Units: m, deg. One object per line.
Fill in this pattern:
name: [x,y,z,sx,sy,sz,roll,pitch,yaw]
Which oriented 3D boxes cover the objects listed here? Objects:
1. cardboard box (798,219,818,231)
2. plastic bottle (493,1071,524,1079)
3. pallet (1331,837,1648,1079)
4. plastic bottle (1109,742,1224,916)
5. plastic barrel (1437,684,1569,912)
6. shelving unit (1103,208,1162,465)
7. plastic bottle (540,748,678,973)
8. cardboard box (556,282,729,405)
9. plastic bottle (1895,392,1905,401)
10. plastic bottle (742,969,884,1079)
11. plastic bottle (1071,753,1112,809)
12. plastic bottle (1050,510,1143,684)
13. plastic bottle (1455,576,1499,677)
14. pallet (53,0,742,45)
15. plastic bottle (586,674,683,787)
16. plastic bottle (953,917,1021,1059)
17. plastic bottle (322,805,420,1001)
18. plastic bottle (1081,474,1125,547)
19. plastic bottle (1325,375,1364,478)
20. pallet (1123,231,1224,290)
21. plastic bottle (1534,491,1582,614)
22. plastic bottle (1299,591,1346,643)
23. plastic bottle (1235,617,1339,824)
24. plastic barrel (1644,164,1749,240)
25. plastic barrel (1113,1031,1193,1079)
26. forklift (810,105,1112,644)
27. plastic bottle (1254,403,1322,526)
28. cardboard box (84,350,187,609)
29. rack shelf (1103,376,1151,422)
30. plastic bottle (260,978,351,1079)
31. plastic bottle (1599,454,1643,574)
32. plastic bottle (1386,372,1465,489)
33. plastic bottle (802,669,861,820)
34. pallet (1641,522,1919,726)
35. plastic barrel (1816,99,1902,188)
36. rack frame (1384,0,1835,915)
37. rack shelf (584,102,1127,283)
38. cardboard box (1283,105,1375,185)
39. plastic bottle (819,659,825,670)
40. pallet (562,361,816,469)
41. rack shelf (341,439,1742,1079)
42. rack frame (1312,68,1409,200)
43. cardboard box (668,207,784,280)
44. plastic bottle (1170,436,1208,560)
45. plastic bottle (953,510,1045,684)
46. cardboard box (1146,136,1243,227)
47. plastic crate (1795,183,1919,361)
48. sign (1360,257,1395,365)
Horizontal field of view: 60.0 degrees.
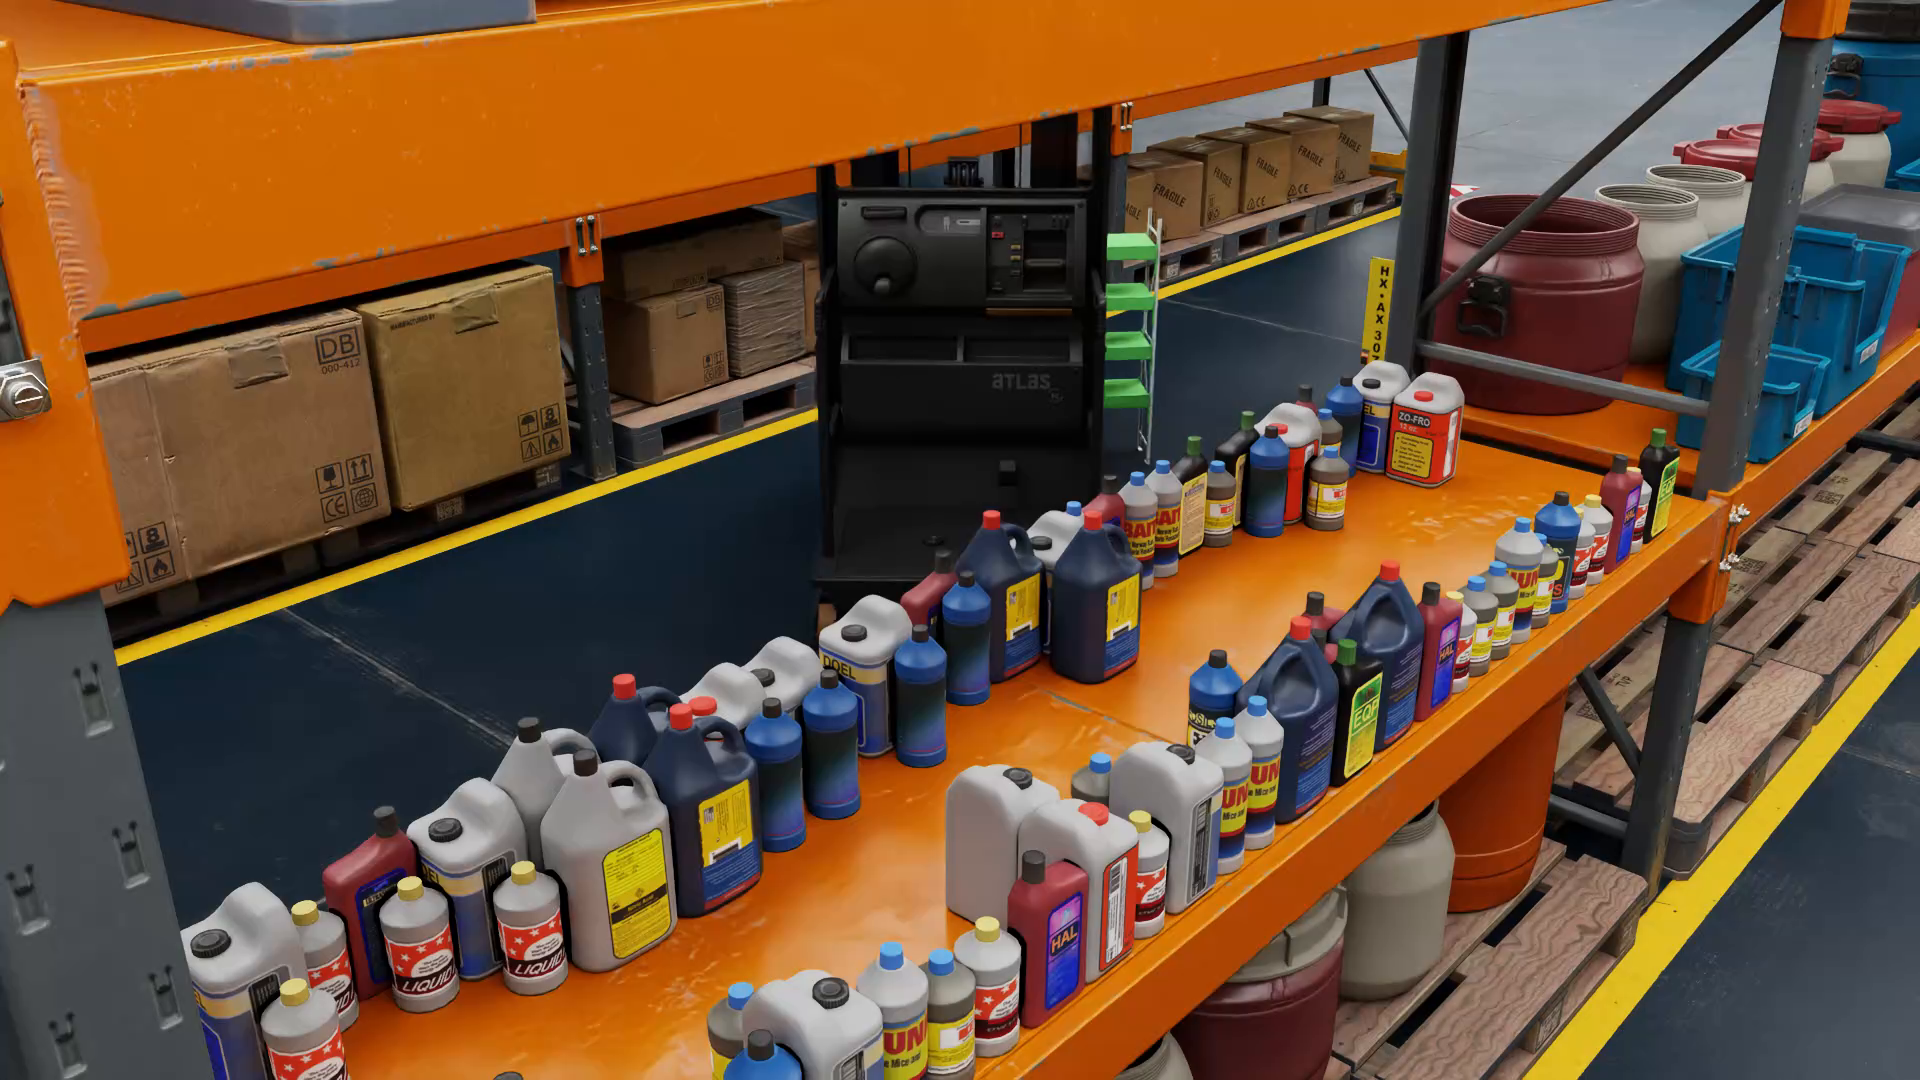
cardboard box: [-0.506,-1.576,9.615,0.700,0.500,0.500,17,29,33]
plastic bottle: [-0.522,0.774,1.918,0.144,0.351,0.185,20,31,38]
pallet: [1.149,1.088,4.566,1.003,0.211,1.213,20,31,38]
plastic bottle: [0.340,0.449,2.733,0.152,0.276,0.135,20,31,38]
plastic barrel: [1.330,0.516,4.572,0.600,0.830,0.708,20,31,38]
shelving unit: [0.658,-0.951,7.904,0.503,1.200,0.258,-2,24,-5]
plastic bottle: [-0.548,0.475,2.585,0.144,0.351,0.185,20,31,38]
cardboard box: [-1.612,-1.058,8.462,0.700,0.500,0.500,18,30,35]
plastic bottle: [4.636,-0.883,8.252,0.144,0.351,0.185,20,31,38]
plastic bottle: [-0.189,0.691,2.195,0.152,0.276,0.135,20,31,38]
plastic bottle: [0.234,0.455,2.812,0.097,0.201,0.097,0,24,0]
plastic bottle: [0.282,0.100,3.420,0.144,0.351,0.185,20,31,38]
plastic bottle: [1.057,0.173,3.442,0.097,0.201,0.097,0,24,0]
pallet: [-0.575,-0.766,1.856,1.213,0.211,1.003,20,31,38]
plastic bottle: [-0.532,0.379,2.798,0.144,0.351,0.185,20,31,38]
plastic bottle: [0.039,0.637,2.405,0.097,0.201,0.097,0,24,0]
plastic bottle: [-0.883,0.544,2.512,0.061,0.283,0.133,20,31,38]
plastic bottle: [0.309,0.000,3.726,0.061,0.283,0.133,20,31,38]
plastic bottle: [1.017,-0.306,4.424,0.097,0.271,0.097,0,24,0]
pallet: [1.047,-1.949,11.339,1.003,0.211,1.213,20,31,38]
plastic bottle: [1.317,0.022,3.692,0.097,0.271,0.097,0,24,0]
plastic bottle: [0.698,0.222,3.231,0.061,0.283,0.133,20,31,38]
plastic bottle: [0.579,0.308,2.956,0.144,0.351,0.185,20,31,38]
plastic barrel: [2.453,-0.987,5.649,0.421,0.512,0.421,0,24,0]
plastic barrel: [0.266,1.202,3.431,0.421,0.512,0.421,0,24,0]
forklift: [0.005,-1.057,6.024,1.130,2.935,3.031,0,24,1]
plastic bottle: [0.806,-0.195,4.170,0.152,0.276,0.135,20,31,38]
cardboard box: [-3.706,-0.265,6.258,1.225,0.875,0.875,19,30,36]
rack shelf: [0.658,-0.674,8.029,0.480,0.148,0.258,-2,24,-5]
plastic bottle: [-0.898,0.693,2.281,0.097,0.201,0.097,0,24,0]
plastic bottle: [1.538,-0.073,3.889,0.061,0.283,0.133,20,31,38]
plastic bottle: [1.228,-0.295,4.392,0.152,0.276,0.135,20,31,38]
plastic bottle: [-0.228,0.355,2.949,0.097,0.271,0.097,0,24,0]
pallet: [3.004,0.241,6.455,1.003,0.211,1.213,20,31,38]
plastic barrel: [3.512,-1.485,6.730,0.433,0.535,0.433,0,24,0]
rack frame: [1.644,-0.436,4.557,1.000,3.000,0.127,20,31,38]
rack shelf: [-0.710,-2.070,9.079,1.077,0.370,4.000,20,31,38]
cardboard box: [2.866,-3.091,13.020,0.500,0.500,0.500,-17,29,-34]
plastic bottle: [-0.276,0.316,3.122,0.097,0.201,0.097,0,24,0]
pallet: [-1.522,-0.754,8.674,1.003,0.211,1.213,20,31,38]
rack shelf: [0.309,0.501,3.345,1.077,0.370,4.000,20,31,38]
rack frame: [3.295,-4.226,13.009,1.000,3.000,0.127,20,31,38]
cardboard box: [-1.273,-1.568,8.681,0.500,0.250,0.500,-20,31,-37]
plastic bottle: [0.528,-0.100,3.949,0.061,0.283,0.133,20,31,38]
plastic bottle: [0.079,0.100,3.421,0.144,0.351,0.185,20,31,38]
cardboard box: [1.654,-2.556,11.827,0.500,0.500,0.500,17,29,33]
plastic crate: [2.950,-0.874,5.455,0.402,0.464,0.583,20,31,38]
sign: [1.230,-0.659,4.853,0.100,0.325,0.005,20,31,38]
